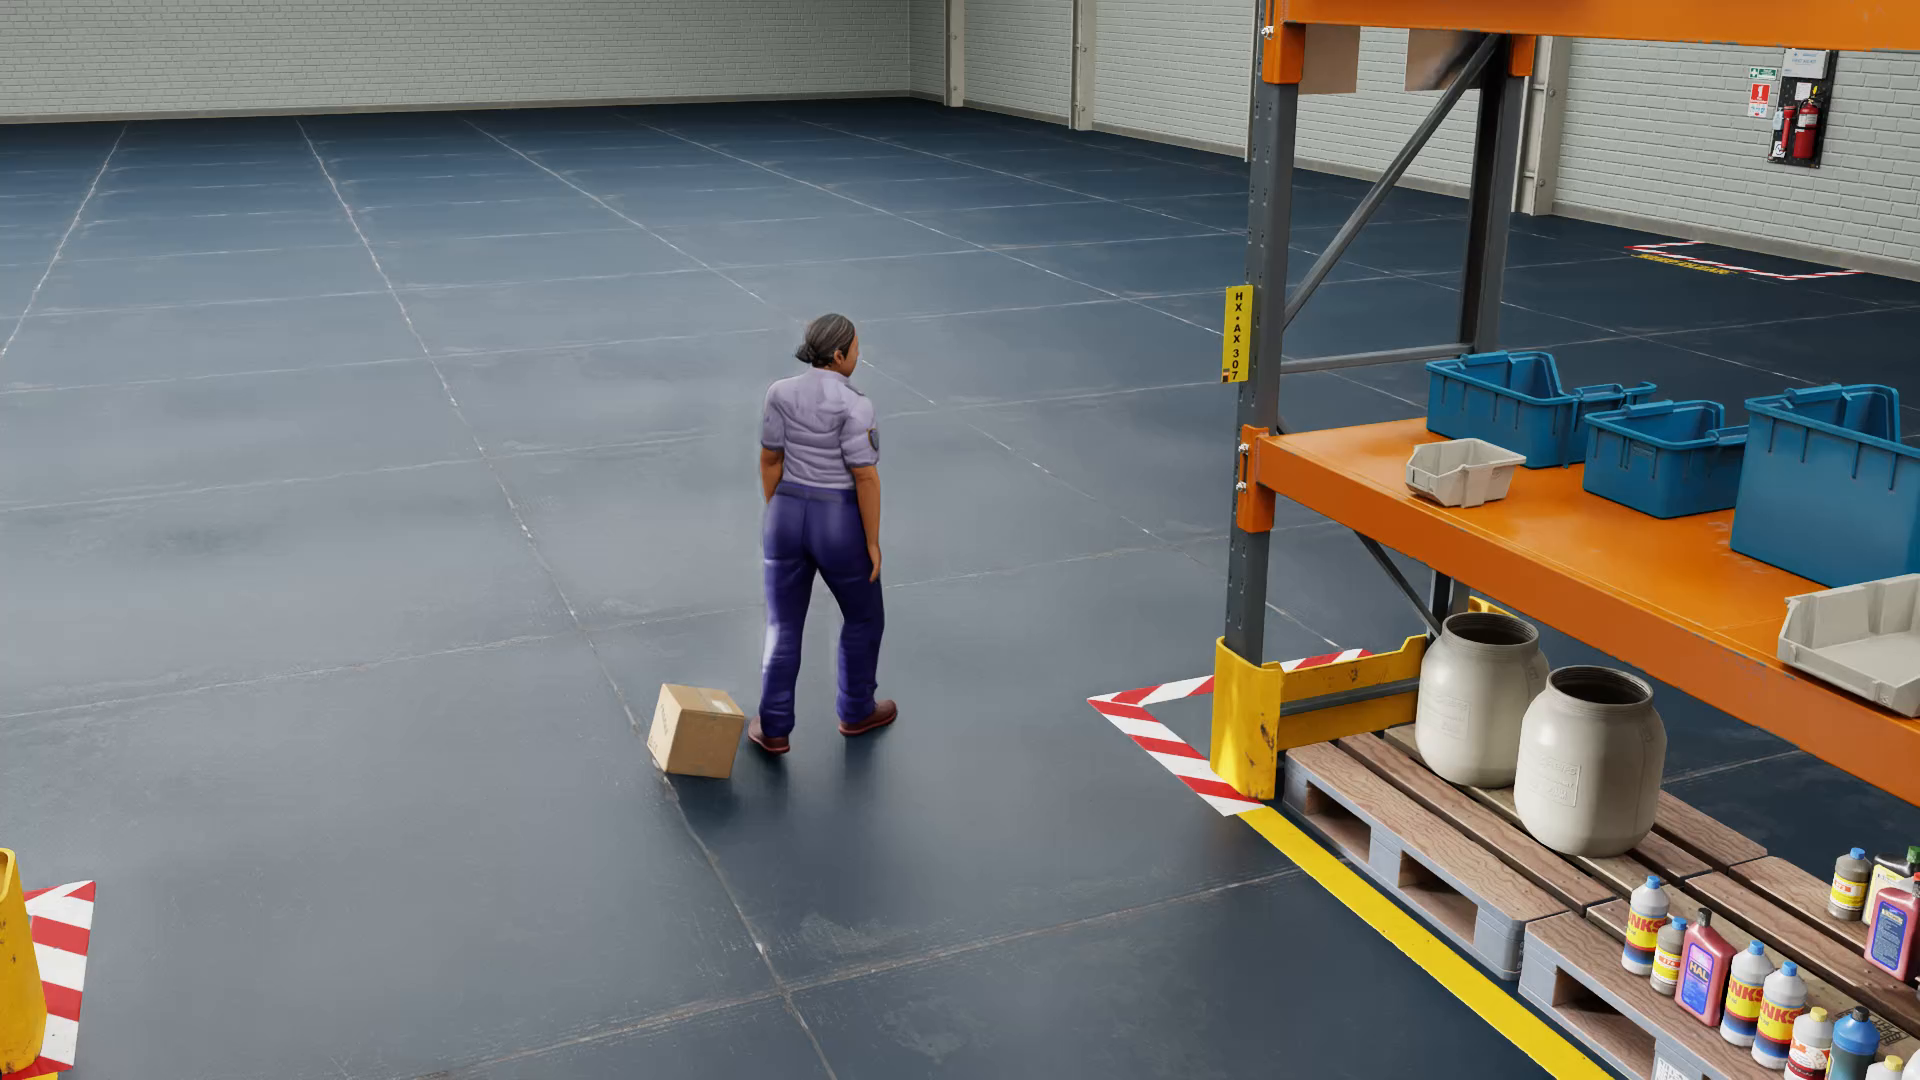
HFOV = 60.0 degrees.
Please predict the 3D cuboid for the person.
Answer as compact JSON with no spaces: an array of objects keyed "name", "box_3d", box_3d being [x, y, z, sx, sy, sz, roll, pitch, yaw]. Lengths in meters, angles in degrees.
[{"name":"person","box_3d":[-0.520,-0.017,6.154,0.528,1.626,0.598,7,20,20]}]
